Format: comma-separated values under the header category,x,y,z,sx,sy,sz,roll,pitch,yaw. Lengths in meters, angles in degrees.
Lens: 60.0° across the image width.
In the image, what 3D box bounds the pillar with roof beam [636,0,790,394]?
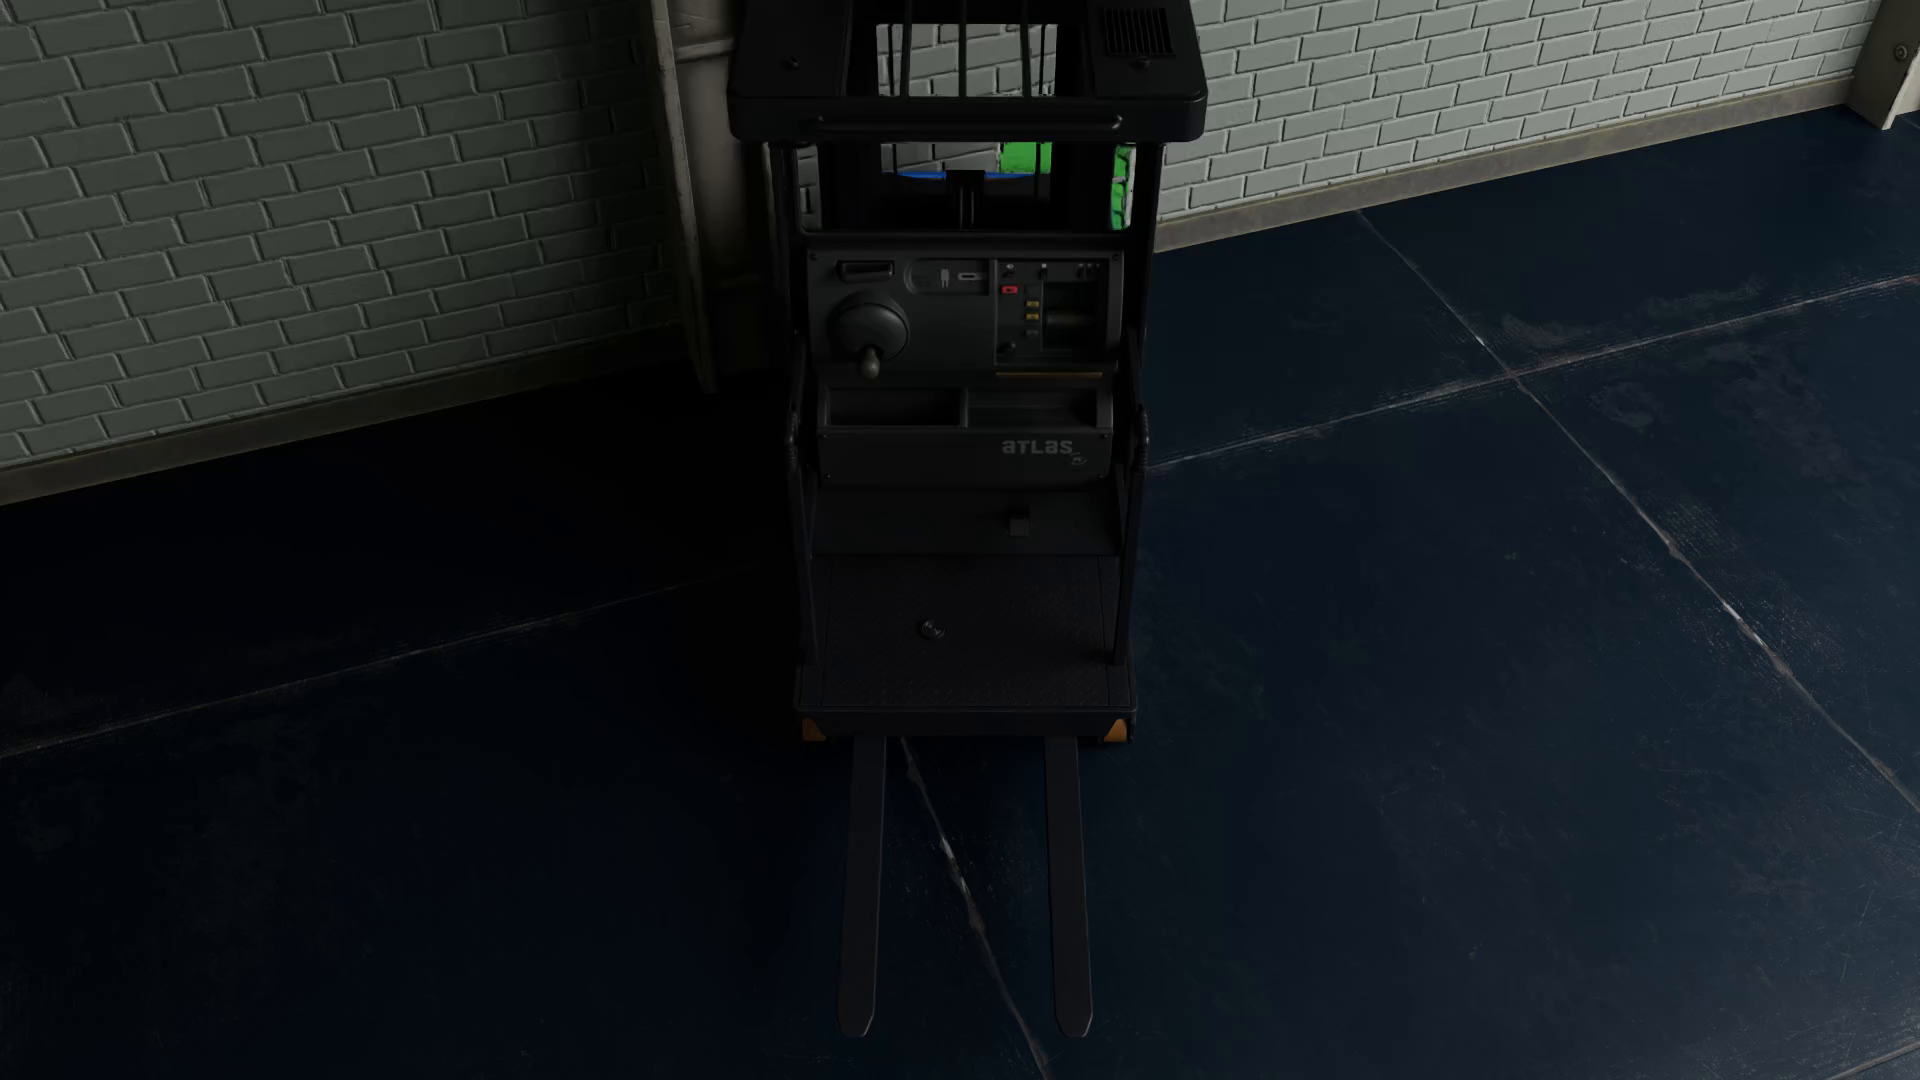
category,x,y,z,sx,sy,sz,roll,pitch,yaw
pillar with roof beam,0.545,-1.060,0.953,0.400,9.000,9.100,-14,47,-14

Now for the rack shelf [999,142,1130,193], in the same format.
category,x,y,z,sx,sy,sz,roll,pitch,yaw
rack shelf,0.393,-1.445,6.253,0.480,0.148,0.258,3,44,3

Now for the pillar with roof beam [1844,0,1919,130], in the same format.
category,x,y,z,sx,sy,sz,roll,pitch,yaw
pillar with roof beam,6.188,-2.503,2.391,0.400,9.000,9.100,-14,47,-14

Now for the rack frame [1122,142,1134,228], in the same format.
category,x,y,z,sx,sy,sz,roll,pitch,yaw
rack frame,0.636,-1.136,6.532,0.015,1.200,0.240,3,44,3

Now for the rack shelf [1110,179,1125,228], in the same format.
category,x,y,z,sx,sy,sz,roll,pitch,yaw
rack shelf,0.393,-1.273,6.421,0.480,0.148,0.258,3,44,3

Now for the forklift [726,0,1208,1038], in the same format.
category,x,y,z,sx,sy,sz,roll,pitch,yaw
forklift,0.017,-0.583,4.762,1.130,2.935,3.031,0,45,0

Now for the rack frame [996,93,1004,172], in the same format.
category,x,y,z,sx,sy,sz,roll,pitch,yaw
rack frame,0.149,-1.159,6.556,0.015,1.200,0.240,3,44,3

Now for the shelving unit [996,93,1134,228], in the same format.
category,x,y,z,sx,sy,sz,roll,pitch,yaw
shelving unit,0.392,-1.147,6.544,0.503,1.200,0.258,3,44,3
